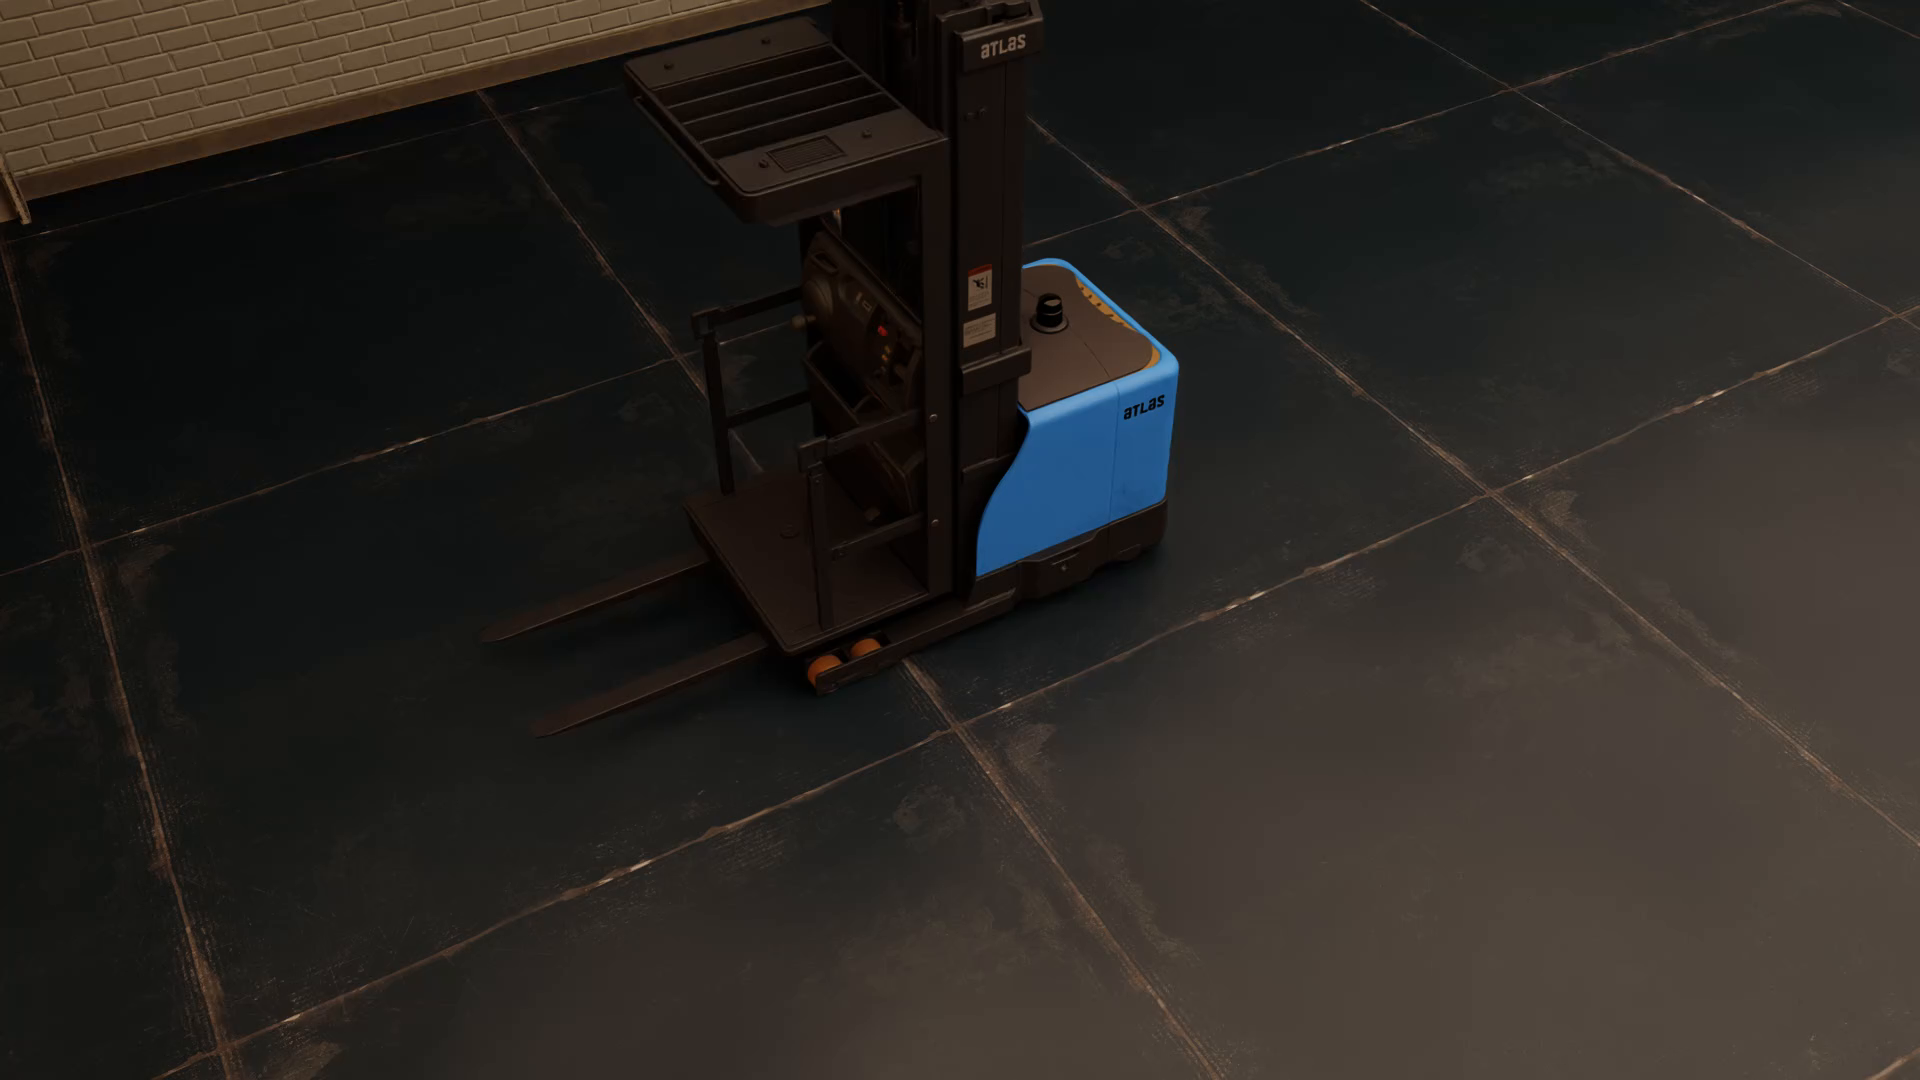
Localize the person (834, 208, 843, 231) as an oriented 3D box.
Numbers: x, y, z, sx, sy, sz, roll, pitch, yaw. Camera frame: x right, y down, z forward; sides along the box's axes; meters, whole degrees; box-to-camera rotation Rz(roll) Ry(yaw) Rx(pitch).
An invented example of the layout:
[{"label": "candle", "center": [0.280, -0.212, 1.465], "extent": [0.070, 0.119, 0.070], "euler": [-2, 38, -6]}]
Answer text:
[{"label": "person", "center": [-0.465, -1.686, 8.468], "extent": [0.374, 1.642, 0.718], "euler": [-8, 43, -8]}]

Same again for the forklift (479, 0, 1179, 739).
[{"label": "forklift", "center": [-0.577, -0.830, 6.593], "extent": [3.031, 2.935, 1.130], "euler": [-22, 47, -22]}]
